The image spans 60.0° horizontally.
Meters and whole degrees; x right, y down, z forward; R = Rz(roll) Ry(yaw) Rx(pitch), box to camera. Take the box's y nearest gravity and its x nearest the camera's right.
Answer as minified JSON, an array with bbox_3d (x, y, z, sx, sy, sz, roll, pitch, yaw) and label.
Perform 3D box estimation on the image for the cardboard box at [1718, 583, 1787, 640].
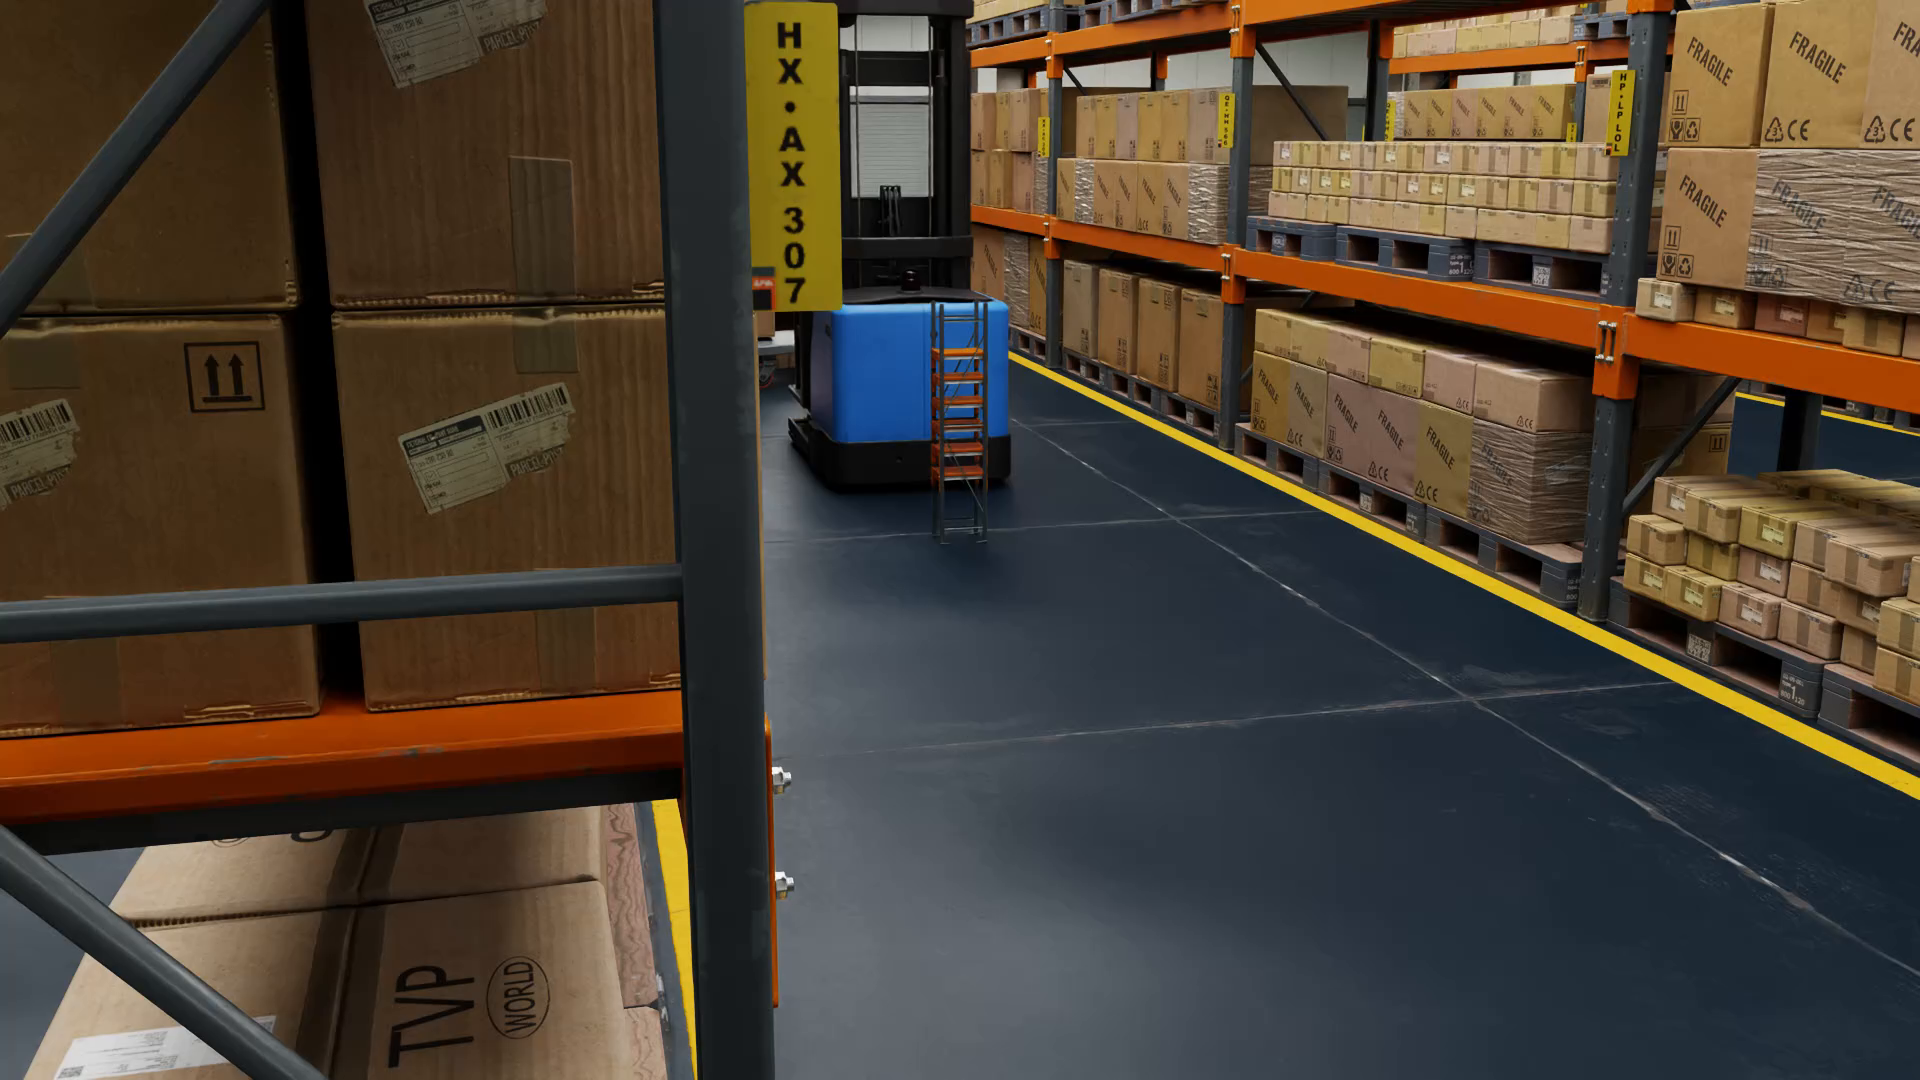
[{"bbox_3d":[3.073,0.254,6.187,0.380,0.149,0.250,-3,14,-13],"label":"cardboard box"}]

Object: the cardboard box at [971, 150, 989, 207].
[{"bbox_3d":[0.601,-3.640,16.692,0.875,0.550,0.550,-3,14,-13],"label":"cardboard box"}]

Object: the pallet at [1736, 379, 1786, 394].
[{"bbox_3d":[6.569,-1.427,13.822,1.003,0.211,1.213,-3,14,-13],"label":"pallet"}]

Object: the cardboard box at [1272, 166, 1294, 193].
[{"bbox_3d":[2.107,-2.171,10.010,0.380,0.149,0.250,-3,14,-11],"label":"cardboard box"}]

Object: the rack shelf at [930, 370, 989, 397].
[{"bbox_3d":[-0.003,-0.776,8.252,0.258,0.103,0.180,-3,14,-13],"label":"rack shelf"}]

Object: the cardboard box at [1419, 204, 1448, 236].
[{"bbox_3d":[2.533,-1.607,8.329,0.380,0.149,0.250,-3,14,-11],"label":"cardboard box"}]

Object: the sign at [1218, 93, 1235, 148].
[{"bbox_3d":[1.650,-2.598,10.300,0.100,0.325,0.005,-3,14,-13],"label":"sign"}]

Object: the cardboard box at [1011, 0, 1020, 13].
[{"bbox_3d":[0.671,-4.820,14.950,0.380,0.149,0.250,-3,14,-13],"label":"cardboard box"}]

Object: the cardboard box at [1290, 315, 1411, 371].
[{"bbox_3d":[2.234,-1.131,9.540,0.500,0.250,0.500,-3,14,-14],"label":"cardboard box"}]

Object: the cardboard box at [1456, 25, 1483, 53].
[{"bbox_3d":[5.383,-5.071,16.861,0.500,0.250,0.500,-3,14,-12],"label":"cardboard box"}]

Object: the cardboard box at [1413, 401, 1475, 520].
[{"bbox_3d":[2.589,-0.409,8.163,0.500,0.500,0.500,-4,14,-15],"label":"cardboard box"}]

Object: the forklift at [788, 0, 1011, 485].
[{"bbox_3d":[-0.527,-2.040,10.600,1.130,2.935,3.031,-3,14,-12],"label":"forklift"}]

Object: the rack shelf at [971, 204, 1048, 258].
[{"bbox_3d":[0.779,-3.102,16.318,1.077,0.370,4.000,-3,14,-13],"label":"rack shelf"}]

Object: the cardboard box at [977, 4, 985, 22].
[{"bbox_3d":[0.375,-5.112,16.145,0.380,0.149,0.250,-3,14,-14],"label":"cardboard box"}]

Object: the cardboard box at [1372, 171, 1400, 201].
[{"bbox_3d":[2.411,-1.874,8.794,0.380,0.149,0.250,-3,14,-14],"label":"cardboard box"}]

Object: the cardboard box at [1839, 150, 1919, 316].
[{"bbox_3d":[3.206,-0.977,5.268,0.500,0.500,0.500,-4,14,-14],"label":"cardboard box"}]

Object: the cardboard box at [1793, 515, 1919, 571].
[{"bbox_3d":[3.205,0.020,5.893,0.380,0.149,0.250,-4,14,-15],"label":"cardboard box"}]

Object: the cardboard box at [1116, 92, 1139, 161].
[{"bbox_3d":[1.613,-3.175,12.784,0.700,0.500,0.500,-3,14,-13],"label":"cardboard box"}]

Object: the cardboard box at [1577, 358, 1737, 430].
[{"bbox_3d":[3.211,-0.683,7.706,0.500,0.250,0.500,-4,14,-16],"label":"cardboard box"}]

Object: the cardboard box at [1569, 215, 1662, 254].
[{"bbox_3d":[2.842,-1.307,7.100,0.380,0.149,0.250,-4,14,-14],"label":"cardboard box"}]

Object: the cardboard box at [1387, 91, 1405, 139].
[{"bbox_3d":[5.019,-4.702,18.410,0.500,0.500,0.500,-3,14,-13],"label":"cardboard box"}]

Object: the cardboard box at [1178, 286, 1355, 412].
[{"bbox_3d":[2.133,-1.324,11.380,1.050,0.750,0.750,-3,14,-14],"label":"cardboard box"}]

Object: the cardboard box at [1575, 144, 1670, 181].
[{"bbox_3d":[2.844,-1.597,7.034,0.380,0.149,0.250,-3,14,-11],"label":"cardboard box"}]

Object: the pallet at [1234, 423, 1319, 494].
[{"bbox_3d":[2.371,-0.532,10.160,1.003,0.211,1.213,-3,14,-13],"label":"pallet"}]

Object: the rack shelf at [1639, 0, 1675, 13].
[{"bbox_3d":[3.598,-1.790,4.631,1.077,0.370,4.000,-3,14,-13],"label":"rack shelf"}]

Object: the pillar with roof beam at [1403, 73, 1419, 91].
[{"bbox_3d":[9.374,-14.476,48.718,9.100,9.000,0.400,-3,14,-13],"label":"pillar with roof beam"}]

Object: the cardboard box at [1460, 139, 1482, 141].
[{"bbox_3d":[5.673,-3.888,17.183,0.875,0.500,0.500,-3,14,-13],"label":"cardboard box"}]

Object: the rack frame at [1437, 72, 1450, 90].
[{"bbox_3d":[5.155,-4.166,19.157,1.000,3.000,0.127,-3,14,-13],"label":"rack frame"}]

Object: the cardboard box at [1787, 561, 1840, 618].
[{"bbox_3d":[3.202,0.164,5.932,0.380,0.149,0.250,-4,14,-16],"label":"cardboard box"}]

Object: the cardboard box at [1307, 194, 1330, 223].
[{"bbox_3d":[2.224,-1.910,9.571,0.380,0.149,0.250,-3,14,-10],"label":"cardboard box"}]

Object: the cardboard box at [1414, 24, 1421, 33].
[{"bbox_3d":[5.141,-5.551,17.982,0.380,0.149,0.250,-4,14,-14],"label":"cardboard box"}]

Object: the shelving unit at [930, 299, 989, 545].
[{"bbox_3d":[-0.003,-0.586,8.298,0.258,1.200,0.189,-3,14,-13],"label":"shelving unit"}]

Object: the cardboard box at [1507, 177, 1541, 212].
[{"bbox_3d":[2.724,-1.570,7.549,0.380,0.149,0.250,-3,14,-11],"label":"cardboard box"}]

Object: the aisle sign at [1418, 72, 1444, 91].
[{"bbox_3d":[5.432,-5.460,18.976,0.394,0.787,0.004,-3,14,-13],"label":"aisle sign"}]

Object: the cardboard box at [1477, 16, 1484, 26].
[{"bbox_3d":[5.445,-5.251,16.754,0.380,0.149,0.250,-4,14,-15],"label":"cardboard box"}]

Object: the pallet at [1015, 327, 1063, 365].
[{"bbox_3d":[1.147,-1.815,15.411,1.003,0.211,1.213,-3,14,-13],"label":"pallet"}]

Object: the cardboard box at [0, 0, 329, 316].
[{"bbox_3d":[-1.065,-0.554,2.059,0.500,0.500,0.500,-3,14,-11],"label":"cardboard box"}]

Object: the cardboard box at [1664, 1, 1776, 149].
[{"bbox_3d":[2.997,-1.705,6.143,0.500,0.500,0.500,-3,14,-12],"label":"cardboard box"}]

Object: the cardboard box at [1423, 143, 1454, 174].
[{"bbox_3d":[2.539,-1.898,8.265,0.380,0.149,0.250,-4,14,-16],"label":"cardboard box"}]

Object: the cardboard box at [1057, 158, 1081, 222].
[{"bbox_3d":[1.111,-2.902,13.774,0.500,0.500,0.500,-3,14,-13],"label":"cardboard box"}]

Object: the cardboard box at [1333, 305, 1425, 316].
[{"bbox_3d":[2.604,-1.278,10.139,0.500,0.250,0.500,-4,14,-15],"label":"cardboard box"}]

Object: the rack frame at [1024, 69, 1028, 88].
[{"bbox_3d":[0.310,-3.912,18.121,1.000,3.000,0.127,-3,14,-13],"label":"rack frame"}]

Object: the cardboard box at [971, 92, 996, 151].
[{"bbox_3d":[0.578,-4.164,16.558,0.875,0.550,0.550,-3,14,-13],"label":"cardboard box"}]

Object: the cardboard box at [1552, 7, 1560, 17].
[{"bbox_3d":[5.763,-4.946,15.509,0.380,0.149,0.250,-3,14,-13],"label":"cardboard box"}]

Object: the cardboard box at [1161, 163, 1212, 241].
[{"bbox_3d":[1.706,-2.320,11.391,0.500,0.500,0.500,-3,14,-13],"label":"cardboard box"}]

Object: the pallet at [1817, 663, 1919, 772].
[{"bbox_3d":[3.610,0.645,5.341,1.003,0.211,1.213,-3,14,-13],"label":"pallet"}]

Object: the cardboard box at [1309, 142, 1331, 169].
[{"bbox_3d":[2.228,-2.202,9.510,0.380,0.149,0.250,-3,14,-13],"label":"cardboard box"}]

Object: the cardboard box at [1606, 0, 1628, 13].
[{"bbox_3d":[6.108,-4.840,14.496,0.797,0.503,0.637,-4,14,-16],"label":"cardboard box"}]

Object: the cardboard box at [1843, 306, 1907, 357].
[{"bbox_3d":[3.177,-0.700,5.500,0.380,0.149,0.250,-3,14,-12],"label":"cardboard box"}]

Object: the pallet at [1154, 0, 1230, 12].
[{"bbox_3d":[1.986,-3.578,10.829,1.213,0.211,1.003,-3,14,-11],"label":"pallet"}]

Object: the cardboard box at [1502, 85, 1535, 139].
[{"bbox_3d":[5.602,-4.125,16.048,0.500,0.500,0.500,-3,14,-13],"label":"cardboard box"}]

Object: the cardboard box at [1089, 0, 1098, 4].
[{"bbox_3d":[1.374,-4.798,14.858,0.380,0.149,0.250,-3,14,-13],"label":"cardboard box"}]

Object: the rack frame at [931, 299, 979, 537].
[{"bbox_3d":[-0.025,-0.607,8.385,0.240,1.200,0.006,-3,14,-13],"label":"rack frame"}]

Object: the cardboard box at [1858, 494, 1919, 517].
[{"bbox_3d":[3.629,-0.071,6.266,0.380,0.149,0.250,-3,14,-14],"label":"cardboard box"}]

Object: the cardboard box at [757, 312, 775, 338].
[{"bbox_3d":[-1.815,-1.950,13.761,0.500,0.500,0.500,-3,14,-13],"label":"cardboard box"}]
